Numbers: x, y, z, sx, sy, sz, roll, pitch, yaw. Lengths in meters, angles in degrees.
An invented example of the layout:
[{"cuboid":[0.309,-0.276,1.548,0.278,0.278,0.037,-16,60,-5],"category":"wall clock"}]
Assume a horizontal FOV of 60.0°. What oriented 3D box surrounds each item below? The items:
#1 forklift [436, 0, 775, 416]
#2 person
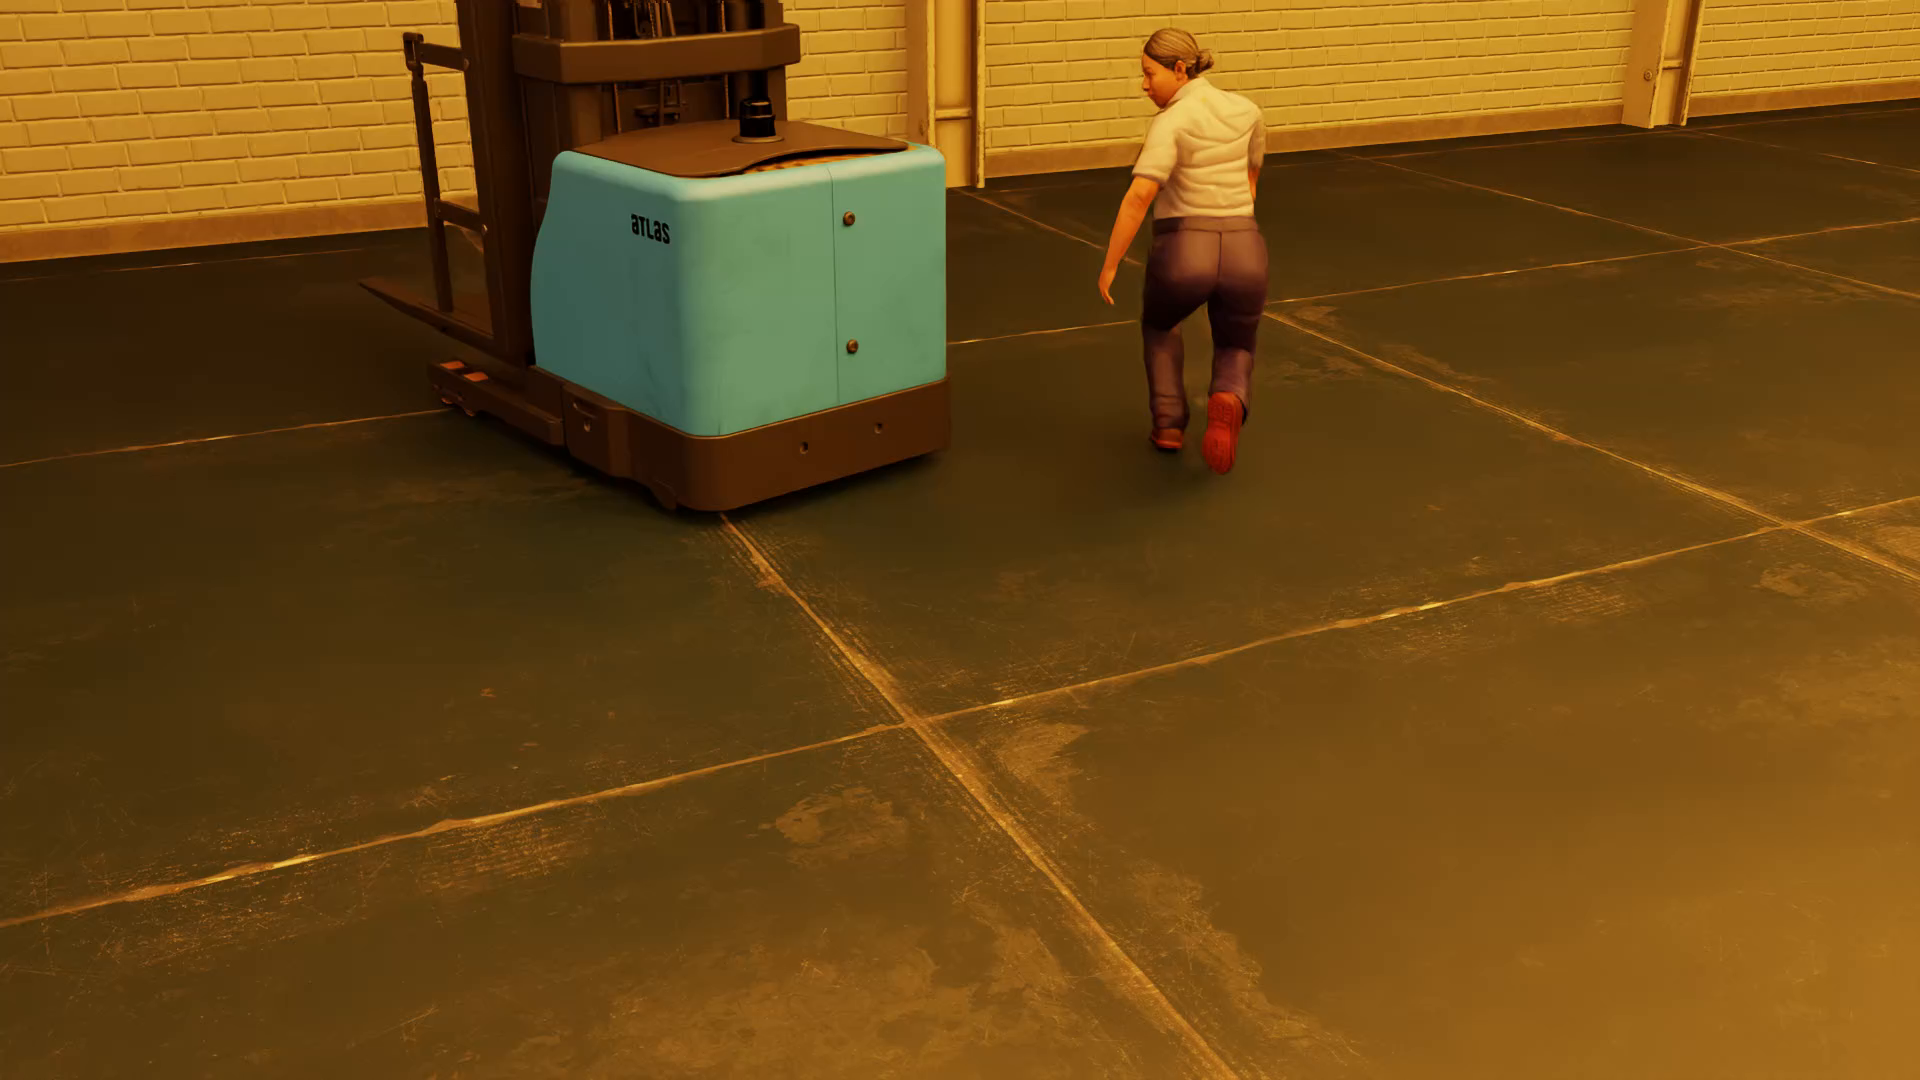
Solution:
[{"cuboid":[-1.374,-1.928,5.928,1.121,2.935,3.031,-19,29,-37],"category":"forklift"},{"cuboid":[0.766,-0.959,5.596,0.633,1.439,0.682,-4,23,-10],"category":"person"}]
